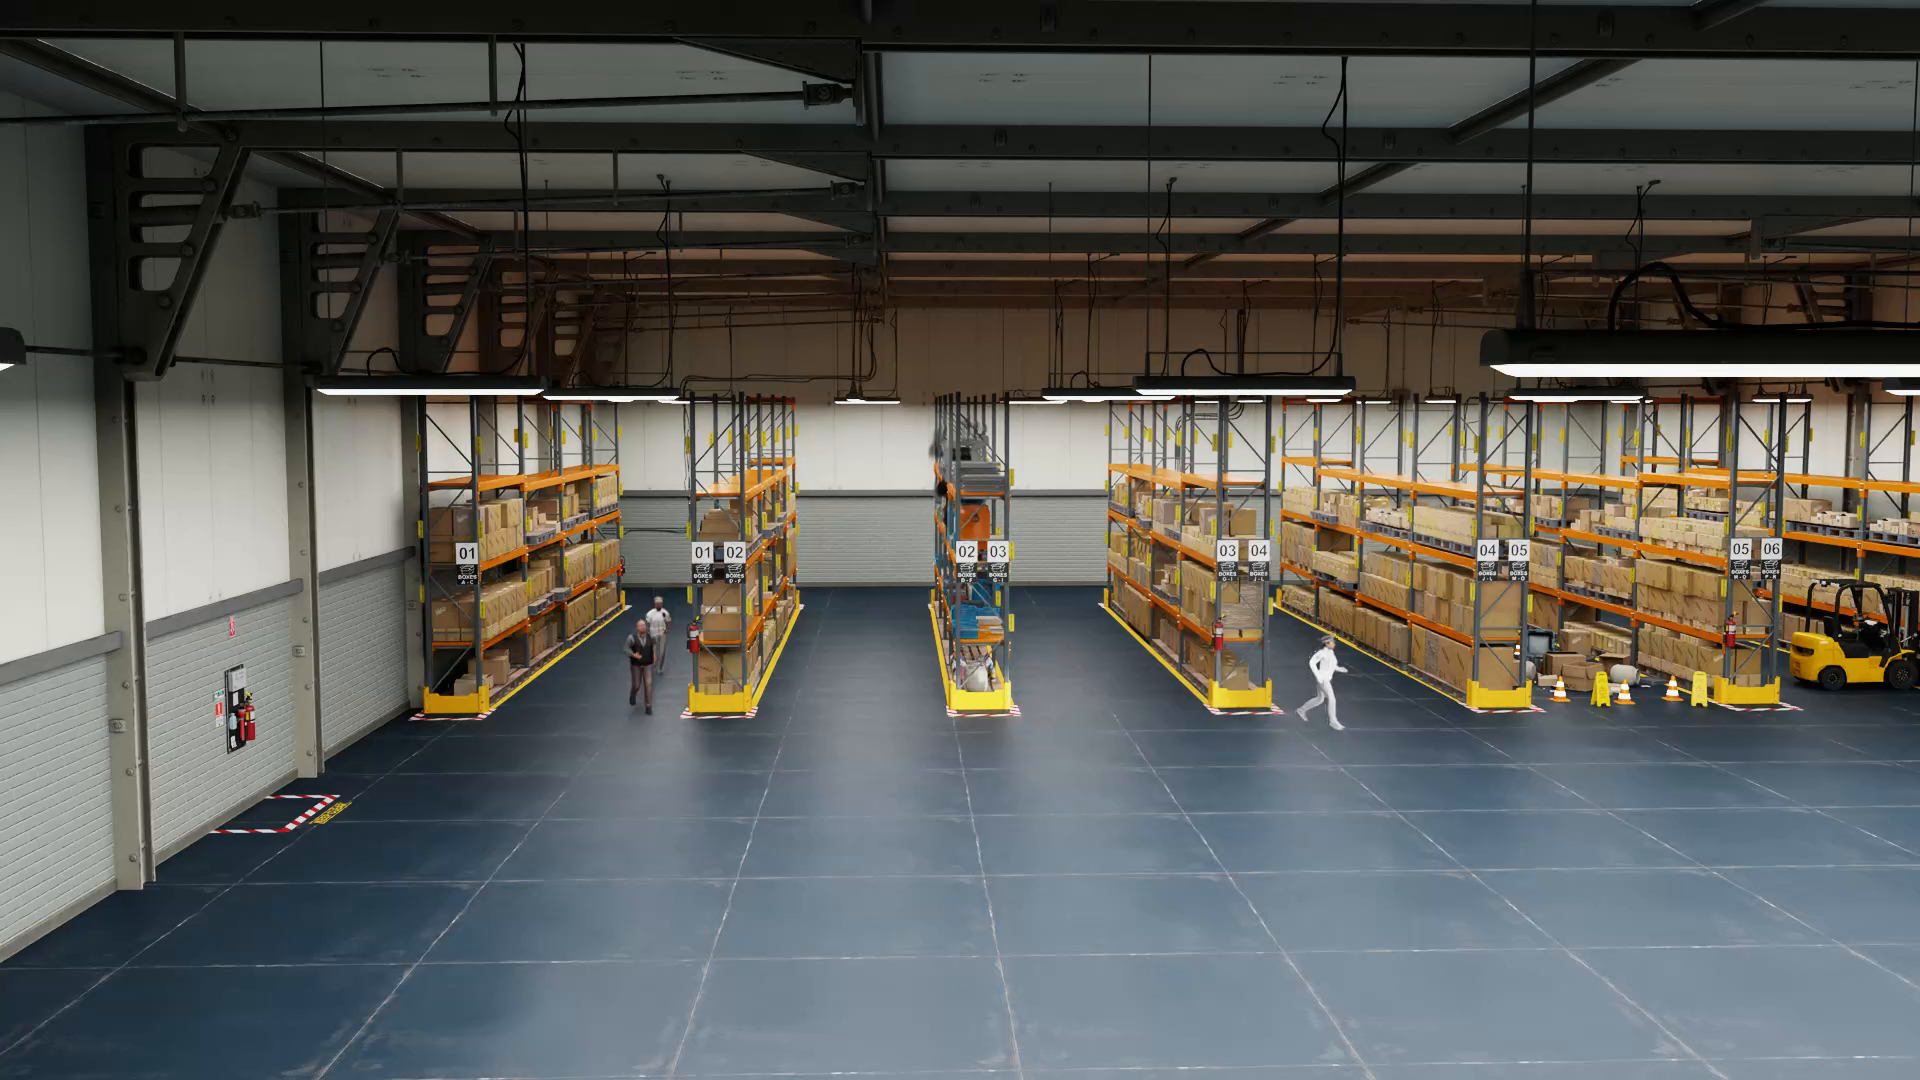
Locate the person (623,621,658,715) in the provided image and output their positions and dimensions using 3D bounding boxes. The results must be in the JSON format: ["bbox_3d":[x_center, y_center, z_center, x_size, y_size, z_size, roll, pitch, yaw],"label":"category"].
[{"bbox_3d":[-5.984,2.372,31.246,0.698,1.738,0.938,-2,5,-23],"label":"person"}]

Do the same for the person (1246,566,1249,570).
[{"bbox_3d":[8.585,1.056,48.429,0.660,1.590,0.740,3,6,36],"label":"person"}]

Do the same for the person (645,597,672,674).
[{"bbox_3d":[-6.475,2.043,35.714,0.580,1.660,0.557,-1,5,-14],"label":"person"}]

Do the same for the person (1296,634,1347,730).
[{"bbox_3d":[6.447,2.511,29.680,0.926,1.696,0.582,2,5,28],"label":"person"}]
